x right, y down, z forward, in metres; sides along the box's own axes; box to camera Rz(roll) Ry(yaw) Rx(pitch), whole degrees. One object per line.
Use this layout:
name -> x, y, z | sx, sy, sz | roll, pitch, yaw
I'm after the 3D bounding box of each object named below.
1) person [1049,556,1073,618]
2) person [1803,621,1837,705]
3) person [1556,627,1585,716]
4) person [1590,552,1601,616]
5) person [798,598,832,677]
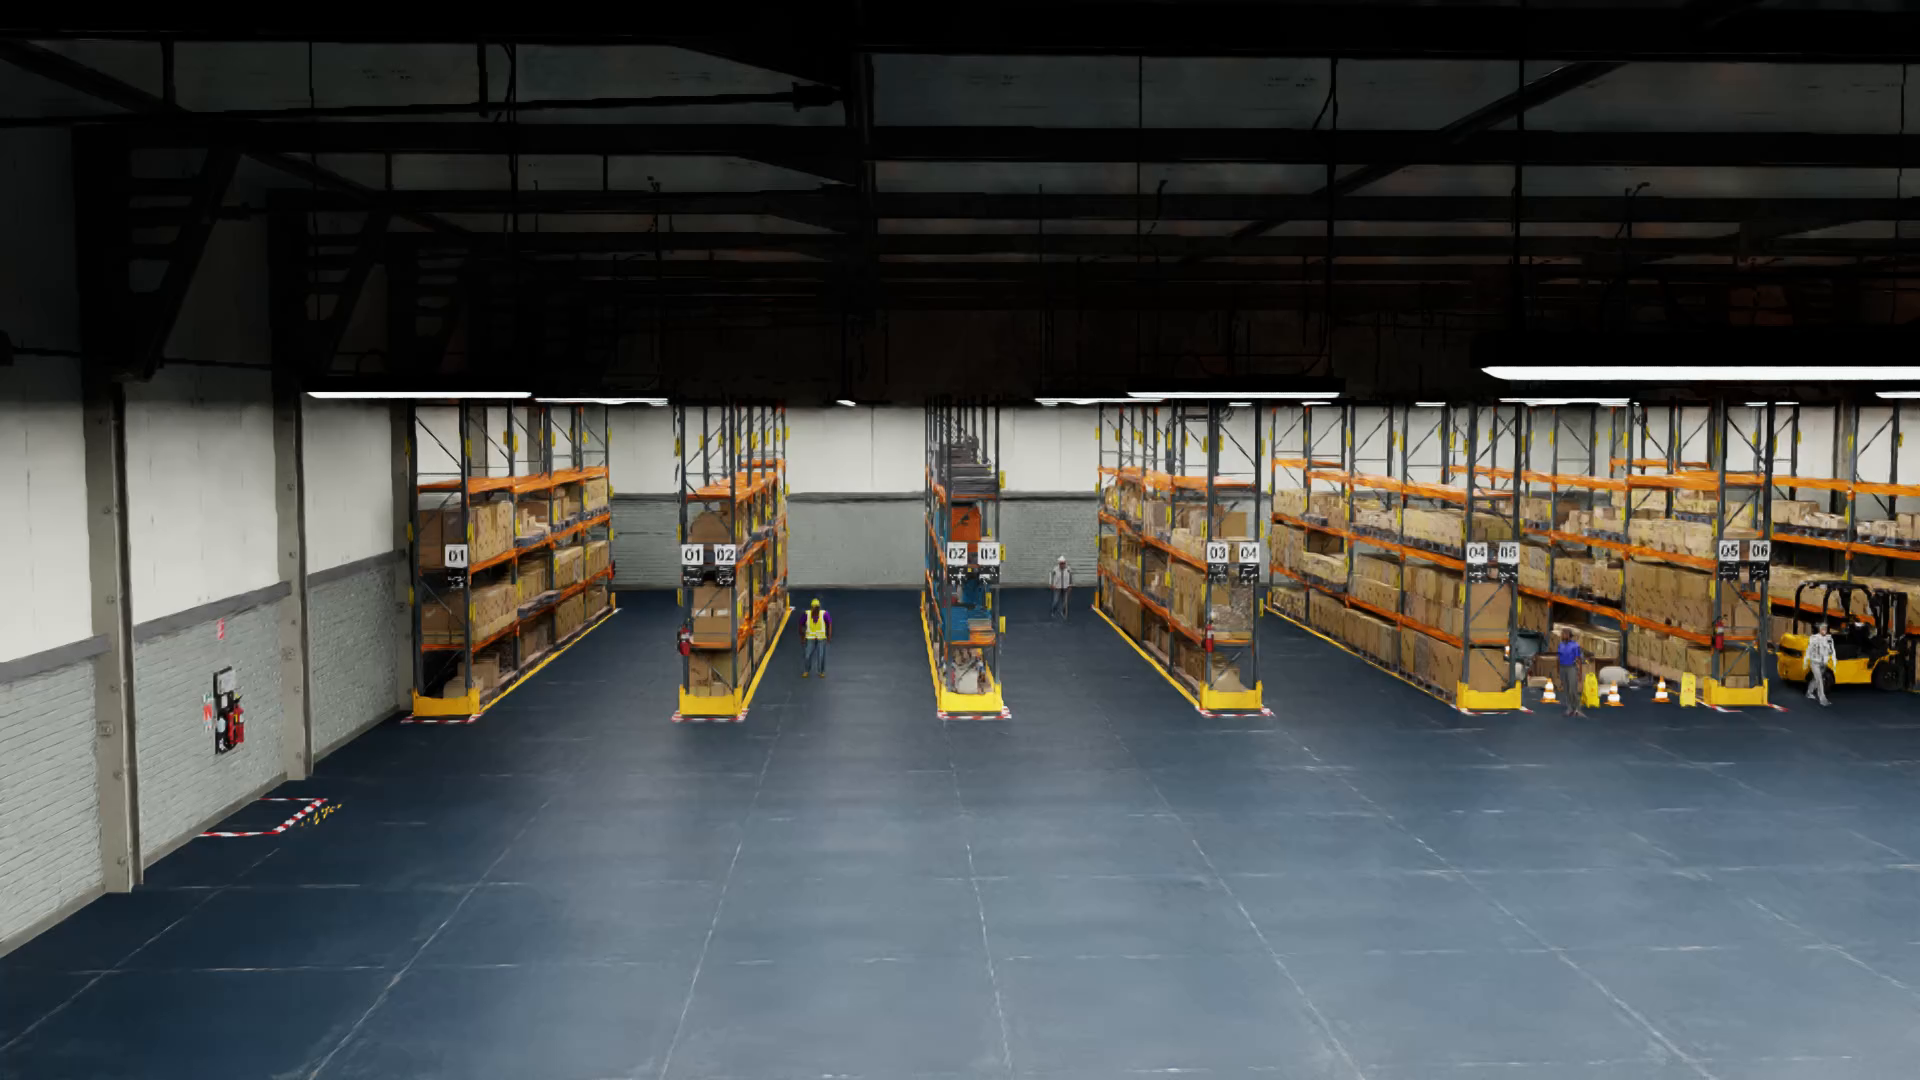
person -> 2.766, 1.280, 45.443 | 0.677, 1.726, 0.574 | 0, 5, -5
person -> 16.696, 2.358, 32.227 | 0.502, 1.625, 0.976 | 0, 5, -4
person -> 11.365, 2.456, 30.929 | 0.380, 1.634, 0.574 | -3, 6, -37
person -> 17.530, 1.210, 46.111 | 0.488, 1.791, 0.563 | 1, 5, 8
person -> -3.079, 2.083, 35.354 | 0.719, 1.714, 0.578 | 0, 5, -5
